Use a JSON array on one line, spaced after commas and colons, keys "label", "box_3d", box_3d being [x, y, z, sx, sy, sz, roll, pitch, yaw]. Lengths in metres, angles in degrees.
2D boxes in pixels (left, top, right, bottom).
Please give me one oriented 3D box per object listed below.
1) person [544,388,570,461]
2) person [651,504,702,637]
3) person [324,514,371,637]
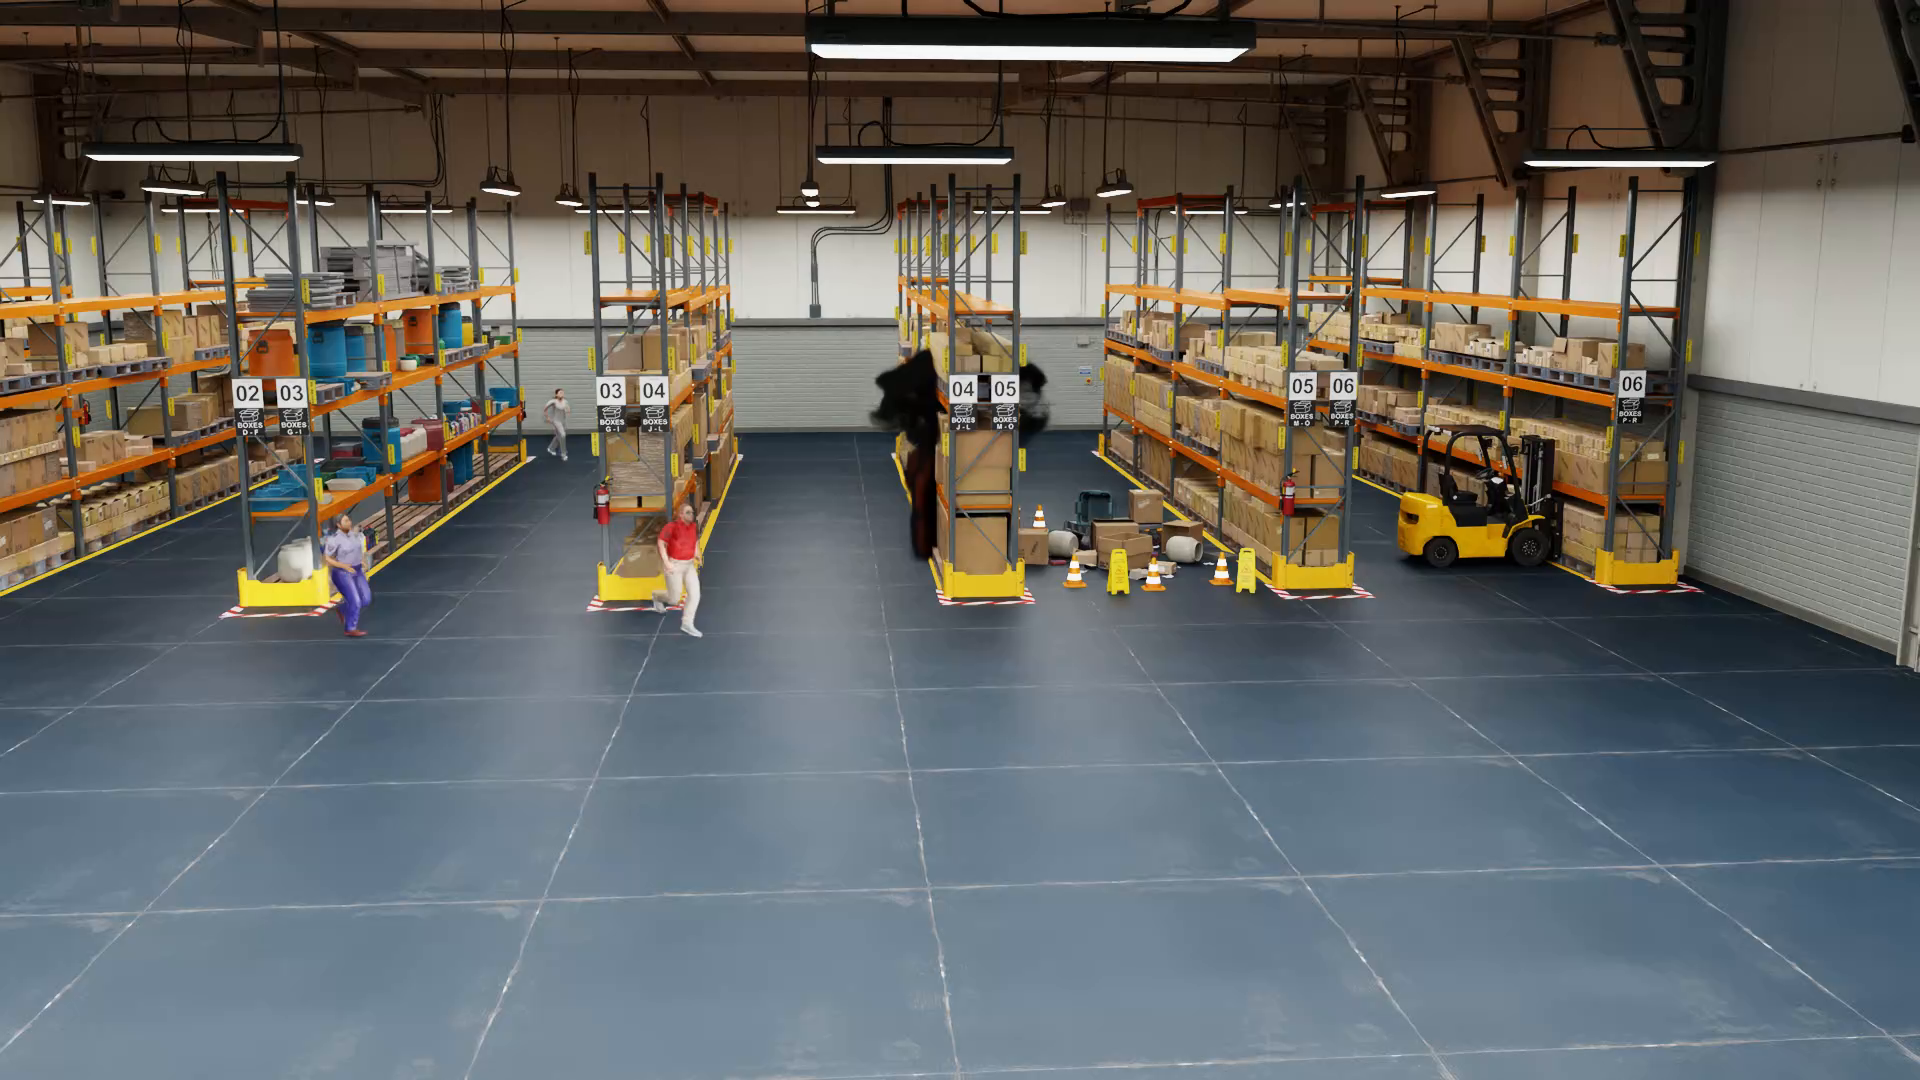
[{"label": "person", "box_3d": [-9.563, -2.768, 39.618, 0.882, 1.697, 0.587, 8, 13, 37]}, {"label": "person", "box_3d": [-3.674, 0.365, 21.603, 0.856, 1.719, 0.675, 8, 13, 39]}, {"label": "person", "box_3d": [-7.970, 0.486, 21.589, 0.578, 1.514, 0.605, 3, 11, 18]}]
